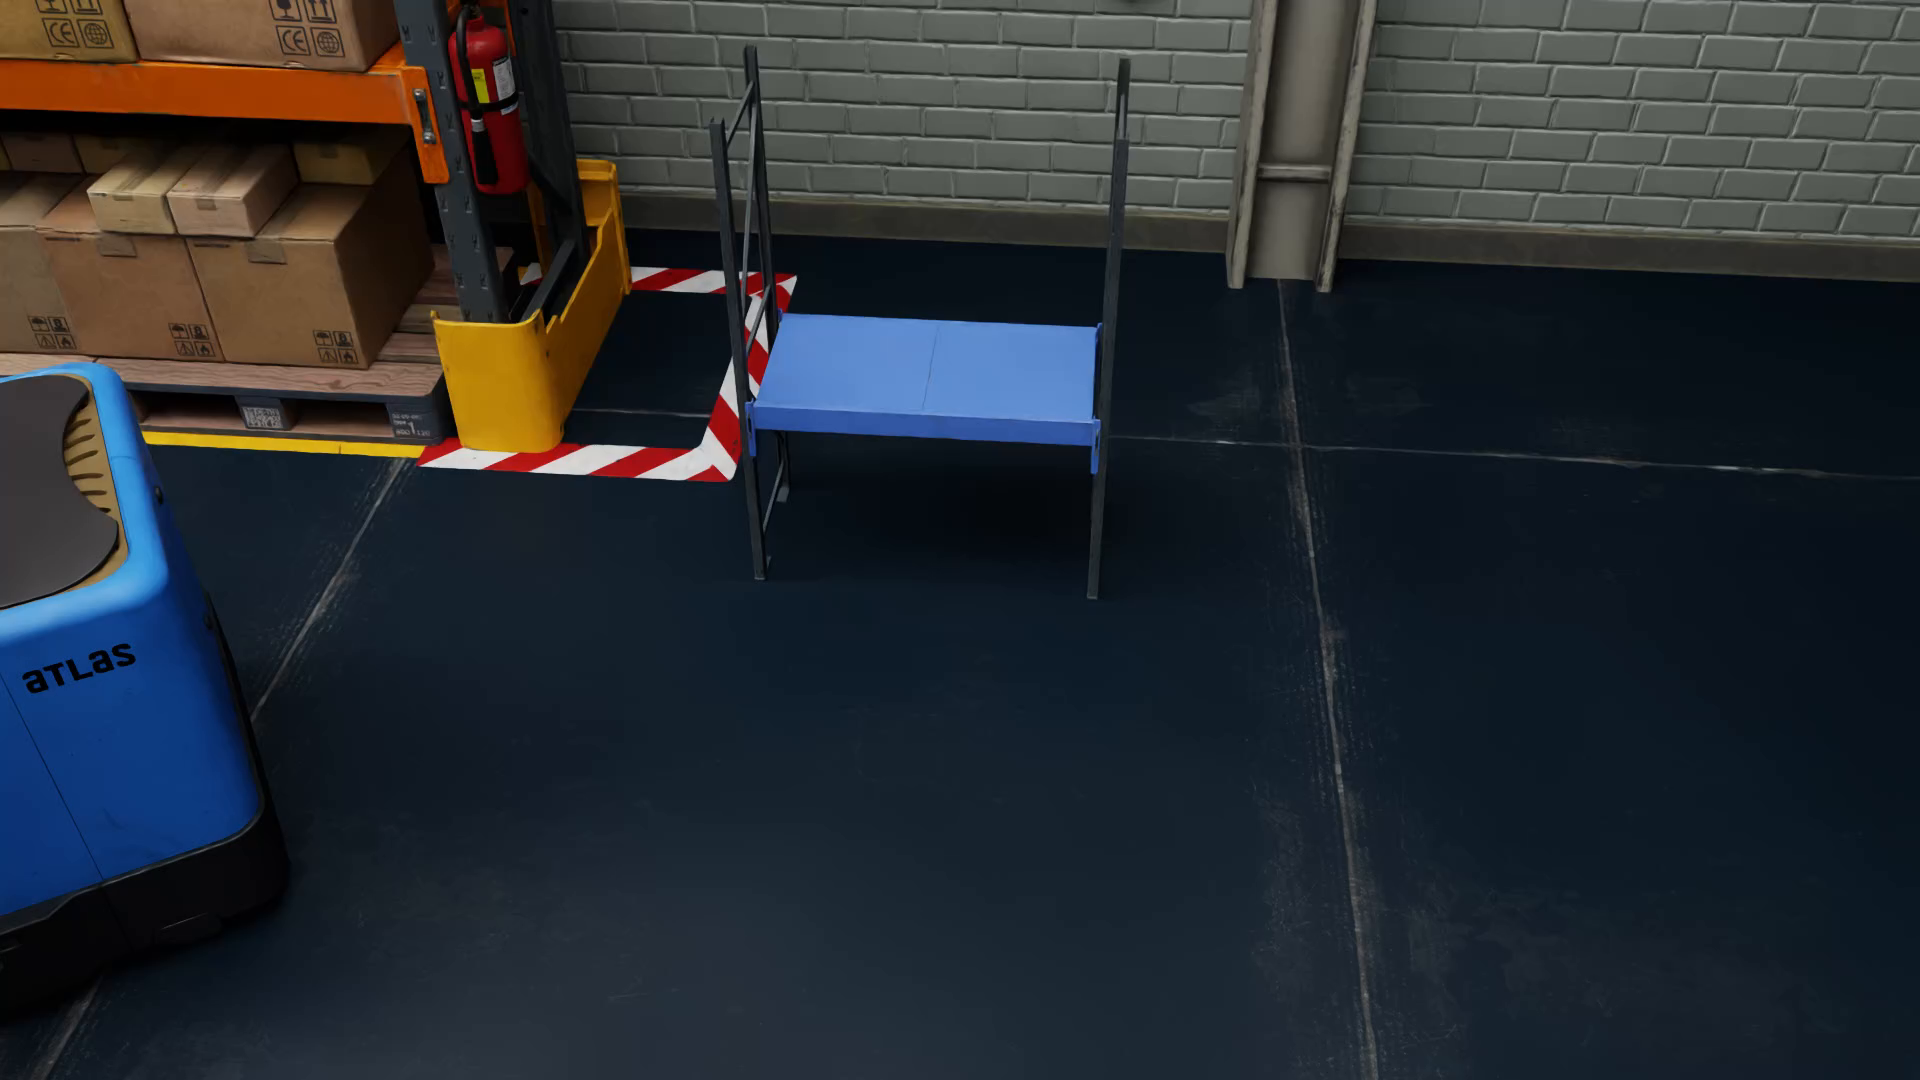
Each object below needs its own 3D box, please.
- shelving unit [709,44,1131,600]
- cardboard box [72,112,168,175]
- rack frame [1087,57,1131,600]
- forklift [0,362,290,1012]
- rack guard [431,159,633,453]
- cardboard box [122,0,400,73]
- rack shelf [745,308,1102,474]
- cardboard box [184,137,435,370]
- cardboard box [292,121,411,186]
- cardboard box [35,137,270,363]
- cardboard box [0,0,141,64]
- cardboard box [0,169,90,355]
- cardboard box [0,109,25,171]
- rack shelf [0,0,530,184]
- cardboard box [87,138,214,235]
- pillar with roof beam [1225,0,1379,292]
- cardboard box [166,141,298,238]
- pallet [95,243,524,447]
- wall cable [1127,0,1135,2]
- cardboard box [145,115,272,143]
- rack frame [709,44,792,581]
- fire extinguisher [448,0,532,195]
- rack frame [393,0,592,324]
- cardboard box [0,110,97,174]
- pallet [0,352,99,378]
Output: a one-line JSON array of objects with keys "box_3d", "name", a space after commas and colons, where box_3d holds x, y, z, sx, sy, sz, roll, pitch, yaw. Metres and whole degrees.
[{"box_3d": [-0.085, -0.586, 4.782, 1.048, 1.500, 0.538, 3, 39, 4], "name": "shelving unit"}, {"box_3d": [-2.831, -1.411, 5.741, 0.250, 0.149, 0.380, 3, 39, 4], "name": "cardboard box"}, {"box_3d": [0.421, -0.559, 4.748, 0.032, 1.500, 0.500, 3, 39, 4], "name": "rack frame"}, {"box_3d": [-3.207, -0.063, 3.005, 3.031, 2.935, 1.130, -19, 43, -21], "name": "forklift"}, {"box_3d": [-1.488, -0.860, 5.910, 0.348, 0.500, 1.175, 3, 39, 4], "name": "rack guard"}, {"box_3d": [-2.021, -1.968, 5.055, 0.700, 0.700, 0.980, 5, 39, 6], "name": "cardboard box"}, {"box_3d": [-0.085, -0.447, 4.896, 1.000, 0.185, 0.538, 3, 39, 4], "name": "rack shelf"}, {"box_3d": [-2.218, -0.999, 5.749, 0.500, 0.500, 0.700, 3, 39, 4], "name": "cardboard box"}, {"box_3d": [-2.076, -1.370, 5.690, 0.250, 0.149, 0.380, 3, 39, 4], "name": "cardboard box"}, {"box_3d": [-2.717, -1.026, 5.782, 0.500, 0.500, 0.700, 3, 39, 4], "name": "cardboard box"}, {"box_3d": [-2.747, -2.001, 5.095, 0.700, 0.700, 0.980, 3, 39, 3], "name": "cardboard box"}, {"box_3d": [-3.218, -1.053, 5.815, 0.500, 0.500, 0.700, 2, 39, 2], "name": "cardboard box"}, {"box_3d": [-3.340, -1.438, 5.774, 0.250, 0.149, 0.380, 4, 39, 4], "name": "cardboard box"}, {"box_3d": [-3.505, -1.660, 5.484, 4.000, 0.370, 1.077, 3, 39, 4], "name": "rack shelf"}, {"box_3d": [-2.617, -1.157, 5.428, 0.250, 0.149, 0.380, 4, 39, 5], "name": "cardboard box"}, {"box_3d": [0.881, -1.847, 0.390, 0.400, 9.000, 9.100, 3, 39, 4], "name": "pillar with roof beam"}, {"box_3d": [-2.362, -1.143, 5.412, 0.250, 0.149, 0.380, 3, 39, 3], "name": "cardboard box"}, {"box_3d": [-2.316, -0.743, 5.996, 1.213, 0.211, 1.003, 3, 39, 4], "name": "pallet"}, {"box_3d": [-0.155, -2.750, 5.447, 1.851, 1.984, 0.084, 3, 39, 4], "name": "wall cable"}, {"box_3d": [-2.581, -1.397, 5.724, 0.250, 0.149, 0.380, 3, 39, 4], "name": "cardboard box"}, {"box_3d": [-0.591, -0.614, 4.816, 0.032, 1.500, 0.500, 3, 39, 4], "name": "rack frame"}, {"box_3d": [-1.402, -1.357, 4.898, 0.183, 0.674, 0.296, 3, 39, 4], "name": "fire extinguisher"}, {"box_3d": [-1.512, -1.831, 5.123, 0.127, 3.000, 1.000, 3, 39, 4], "name": "rack frame"}, {"box_3d": [-3.084, -1.424, 5.757, 0.250, 0.149, 0.380, 4, 39, 4], "name": "cardboard box"}, {"box_3d": [-3.528, -0.811, 6.080, 1.213, 0.211, 1.003, 3, 39, 4], "name": "pallet"}]
